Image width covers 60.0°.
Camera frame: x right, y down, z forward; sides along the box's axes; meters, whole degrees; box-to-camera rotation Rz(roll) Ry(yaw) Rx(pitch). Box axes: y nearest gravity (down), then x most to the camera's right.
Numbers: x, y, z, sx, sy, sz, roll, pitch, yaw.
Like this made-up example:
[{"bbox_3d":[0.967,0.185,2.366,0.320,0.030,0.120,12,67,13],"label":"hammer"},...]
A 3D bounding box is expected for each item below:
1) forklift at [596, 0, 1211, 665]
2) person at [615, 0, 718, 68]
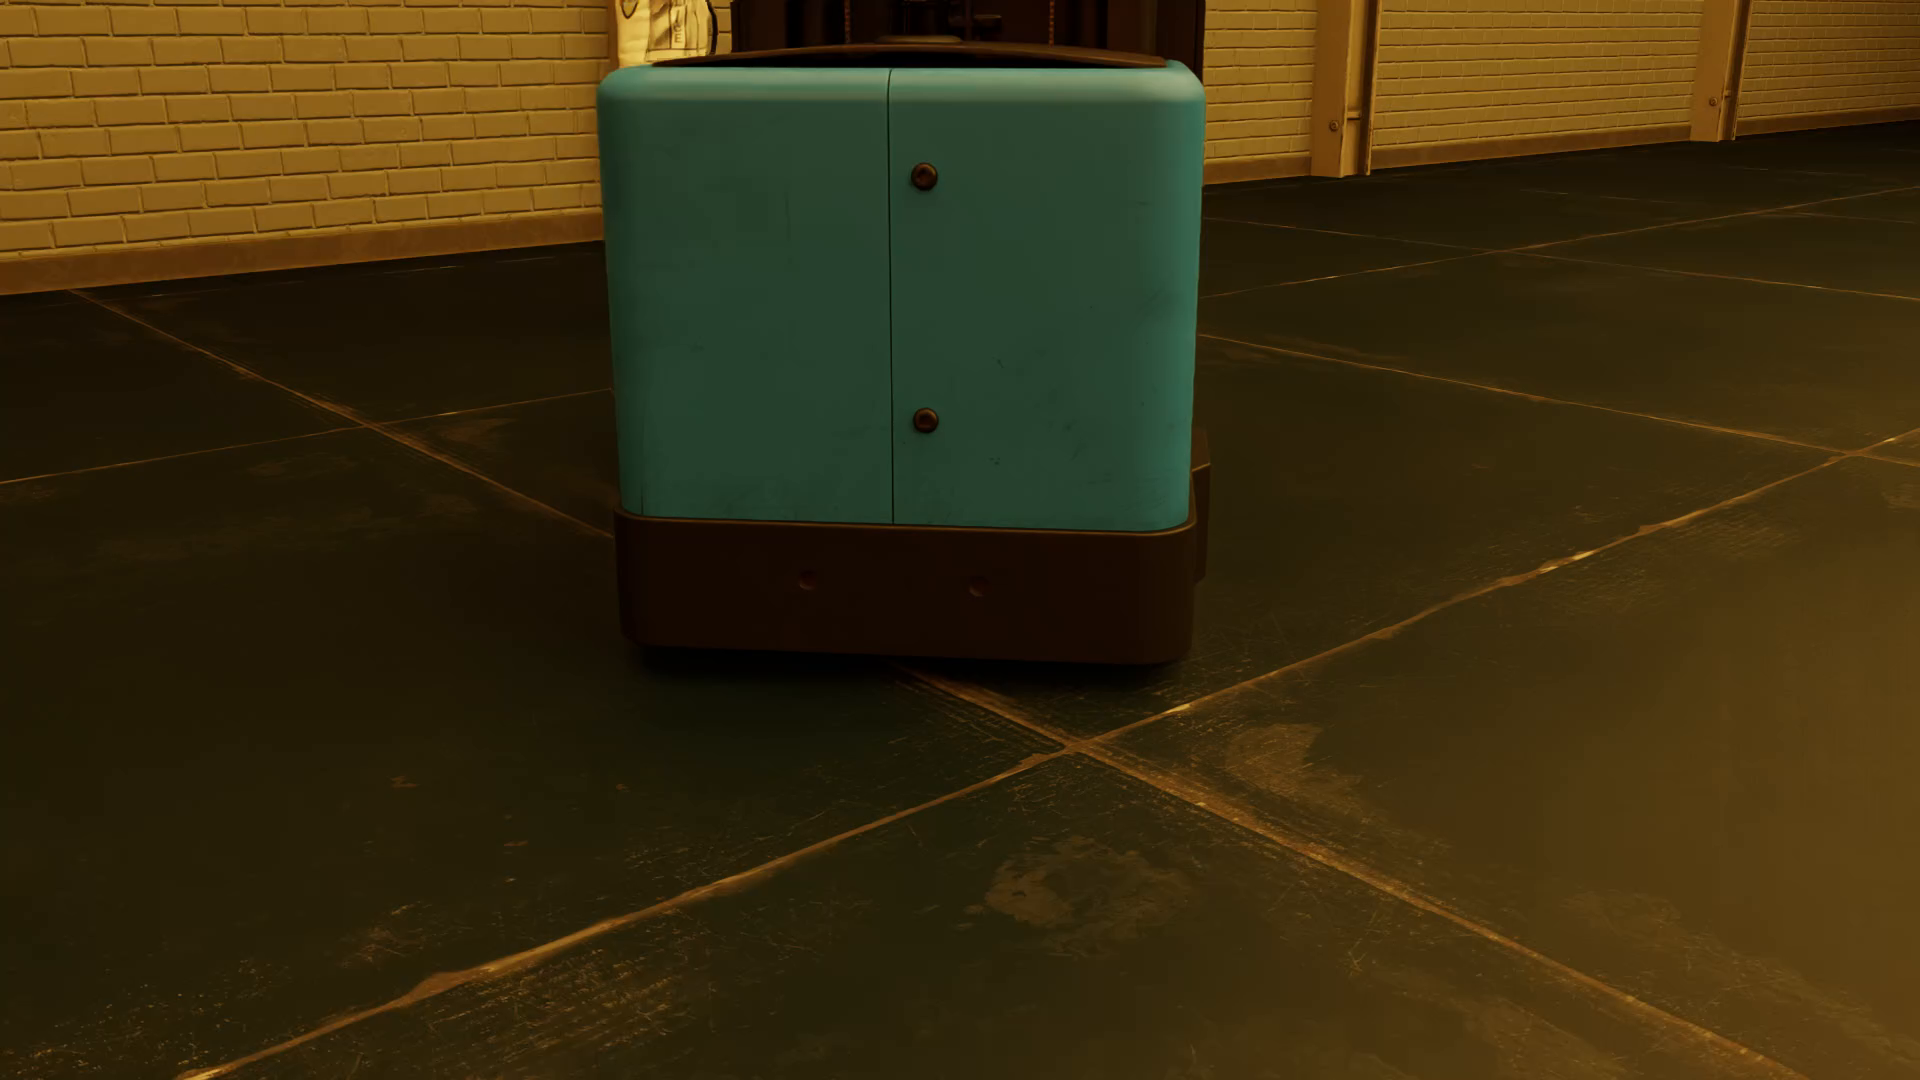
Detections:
[{"bbox_3d":[0.043,-1.573,3.969,1.130,2.935,3.031,2,17,6],"label":"forklift"},{"bbox_3d":[-1.075,-1.667,6.404,0.414,1.671,0.545,4,18,13],"label":"person"}]
